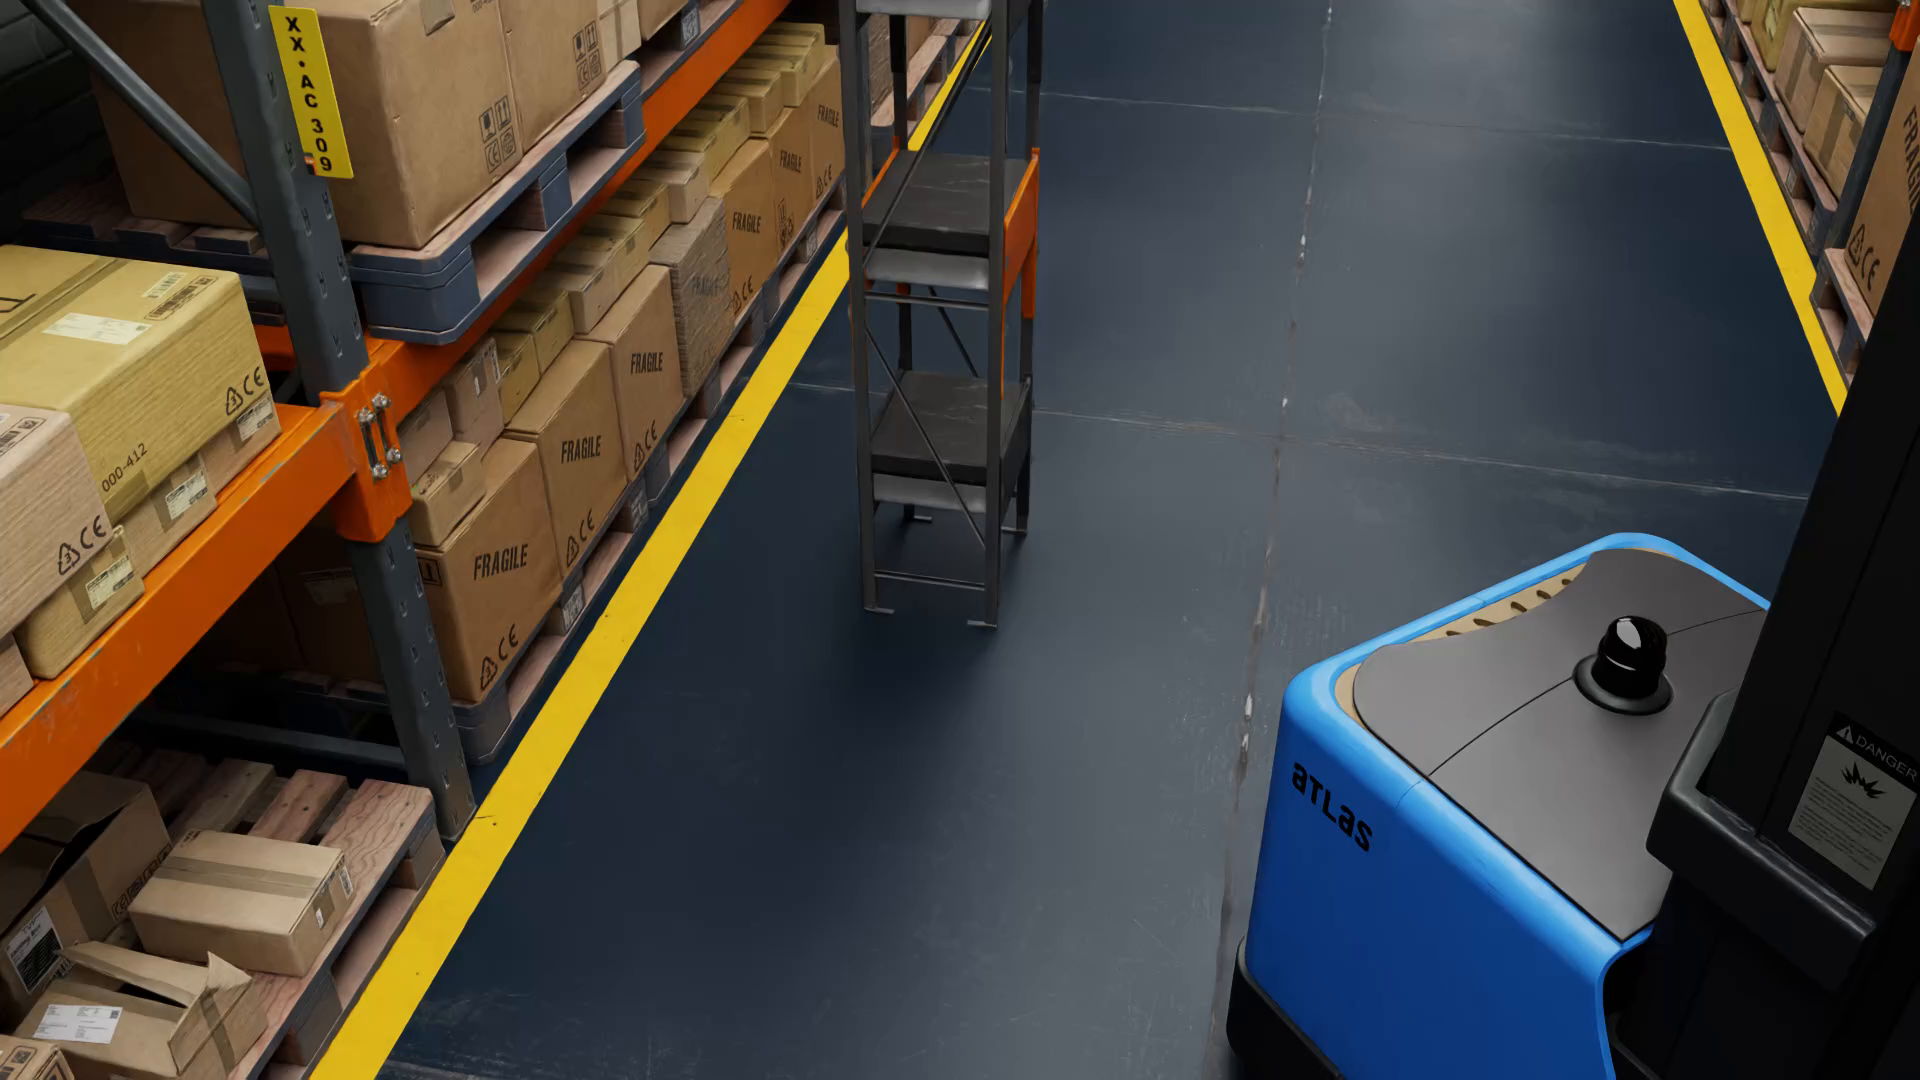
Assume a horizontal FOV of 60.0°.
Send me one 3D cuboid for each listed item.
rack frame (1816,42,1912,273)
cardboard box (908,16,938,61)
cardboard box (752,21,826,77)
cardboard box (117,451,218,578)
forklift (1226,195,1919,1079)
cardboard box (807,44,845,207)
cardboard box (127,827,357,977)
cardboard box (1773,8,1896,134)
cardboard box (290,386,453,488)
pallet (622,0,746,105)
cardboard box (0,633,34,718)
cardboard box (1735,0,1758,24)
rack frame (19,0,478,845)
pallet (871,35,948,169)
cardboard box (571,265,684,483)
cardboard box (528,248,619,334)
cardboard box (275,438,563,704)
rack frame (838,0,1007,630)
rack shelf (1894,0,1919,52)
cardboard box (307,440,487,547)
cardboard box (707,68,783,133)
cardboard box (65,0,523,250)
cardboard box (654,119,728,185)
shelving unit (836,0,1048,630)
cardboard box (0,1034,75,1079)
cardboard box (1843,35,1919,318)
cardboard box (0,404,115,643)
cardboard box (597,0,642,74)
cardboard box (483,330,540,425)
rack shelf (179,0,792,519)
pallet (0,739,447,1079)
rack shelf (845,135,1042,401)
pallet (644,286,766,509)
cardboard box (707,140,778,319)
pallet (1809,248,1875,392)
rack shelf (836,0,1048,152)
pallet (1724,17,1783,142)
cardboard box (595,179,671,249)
[{"bbox_3d":[3.960,-2.218,5.755,1.000,3.000,0.127,7,37,10],"label":"rack frame"},{"bbox_3d":[-0.612,-2.778,8.193,0.875,0.625,0.625,8,37,11],"label":"cardboard box"},{"bbox_3d":[-0.748,-1.944,6.596,0.380,0.149,0.250,6,36,8],"label":"cardboard box"},{"bbox_3d":[-1.600,-0.077,3.014,0.380,0.149,0.250,8,37,11],"label":"cardboard box"},{"bbox_3d":[1.777,0.529,2.022,1.130,2.935,3.031,-20,40,-25],"label":"forklift"},{"bbox_3d":[-0.771,-1.727,6.849,0.500,0.500,0.500,8,37,11],"label":"cardboard box"},{"bbox_3d":[-1.577,0.795,3.668,0.380,0.149,0.250,6,36,9],"label":"cardboard box"},{"bbox_3d":[4.240,-2.071,7.433,0.950,0.372,0.625,7,36,9],"label":"cardboard box"},{"bbox_3d":[-1.467,-0.266,4.027,0.380,0.149,0.250,7,36,9],"label":"cardboard box"},{"bbox_3d":[-1.301,-1.645,5.127,1.003,0.211,1.213,7,37,10],"label":"pallet"},{"bbox_3d":[-1.715,0.222,2.602,0.380,0.149,0.250,8,37,11],"label":"cardboard box"},{"bbox_3d":[4.554,-2.904,8.582,0.950,0.372,0.625,10,37,13],"label":"cardboard box"},{"bbox_3d":[-1.745,-0.545,3.446,1.000,3.000,0.127,7,37,10],"label":"rack frame"},{"bbox_3d":[-0.676,-2.176,8.073,1.003,0.211,1.213,7,37,10],"label":"pallet"},{"bbox_3d":[-1.207,-0.544,5.217,0.500,0.500,0.500,6,36,9],"label":"cardboard box"},{"bbox_3d":[-1.246,-0.752,4.952,0.380,0.149,0.250,7,37,10],"label":"cardboard box"},{"bbox_3d":[-1.422,0.048,4.400,0.500,0.500,0.500,9,37,12],"label":"cardboard box"},{"bbox_3d":[-0.087,-0.615,4.310,0.400,2.100,0.015,7,37,10],"label":"rack frame"},{"bbox_3d":[3.532,-0.780,4.384,1.077,0.370,4.000,7,37,10],"label":"rack shelf"},{"bbox_3d":[-1.408,-0.138,4.104,0.380,0.149,0.250,9,37,12],"label":"cardboard box"},{"bbox_3d":[-0.876,-1.638,6.174,0.380,0.149,0.250,6,36,8],"label":"cardboard box"},{"bbox_3d":[-1.423,-1.005,3.637,0.700,0.500,0.500,8,37,11],"label":"cardboard box"},{"bbox_3d":[-1.029,-1.349,5.775,0.380,0.149,0.250,7,36,9],"label":"cardboard box"},{"bbox_3d":[-0.035,-0.755,4.503,0.431,2.100,0.503,7,37,10],"label":"shelving unit"},{"bbox_3d":[-1.933,1.171,2.850,0.700,0.500,0.500,6,36,8],"label":"cardboard box"},{"bbox_3d":[3.731,-1.142,5.723,0.875,0.875,0.875,7,37,10],"label":"cardboard box"},{"bbox_3d":[-1.708,0.007,2.559,0.500,0.250,0.500,7,37,10],"label":"cardboard box"},{"bbox_3d":[-1.073,-1.409,4.395,0.396,0.266,0.258,9,37,12],"label":"cardboard box"},{"bbox_3d":[-1.381,-0.455,4.541,0.380,0.149,0.250,6,36,8],"label":"cardboard box"},{"bbox_3d":[-1.317,-1.400,5.239,1.077,0.370,4.000,7,37,10],"label":"rack shelf"},{"bbox_3d":[-1.892,0.978,3.721,1.003,0.211,1.213,7,37,10],"label":"pallet"},{"bbox_3d":[-0.035,-0.744,4.511,0.431,0.518,0.480,7,37,10],"label":"rack shelf"},{"bbox_3d":[-1.349,-0.589,5.882,1.003,0.211,1.213,7,37,10],"label":"pallet"},{"bbox_3d":[-0.997,-1.141,6.040,0.500,0.500,0.500,9,37,12],"label":"cardboard box"},{"bbox_3d":[3.718,-0.647,5.962,1.003,0.211,1.213,7,37,10],"label":"pallet"},{"bbox_3d":[-0.035,-1.311,4.100,0.431,0.518,0.480,7,37,10],"label":"rack shelf"},{"bbox_3d":[4.391,-2.234,8.153,1.003,0.211,1.213,7,37,10],"label":"pallet"},{"bbox_3d":[-1.161,-1.053,5.366,0.380,0.149,0.250,7,37,10],"label":"cardboard box"}]
